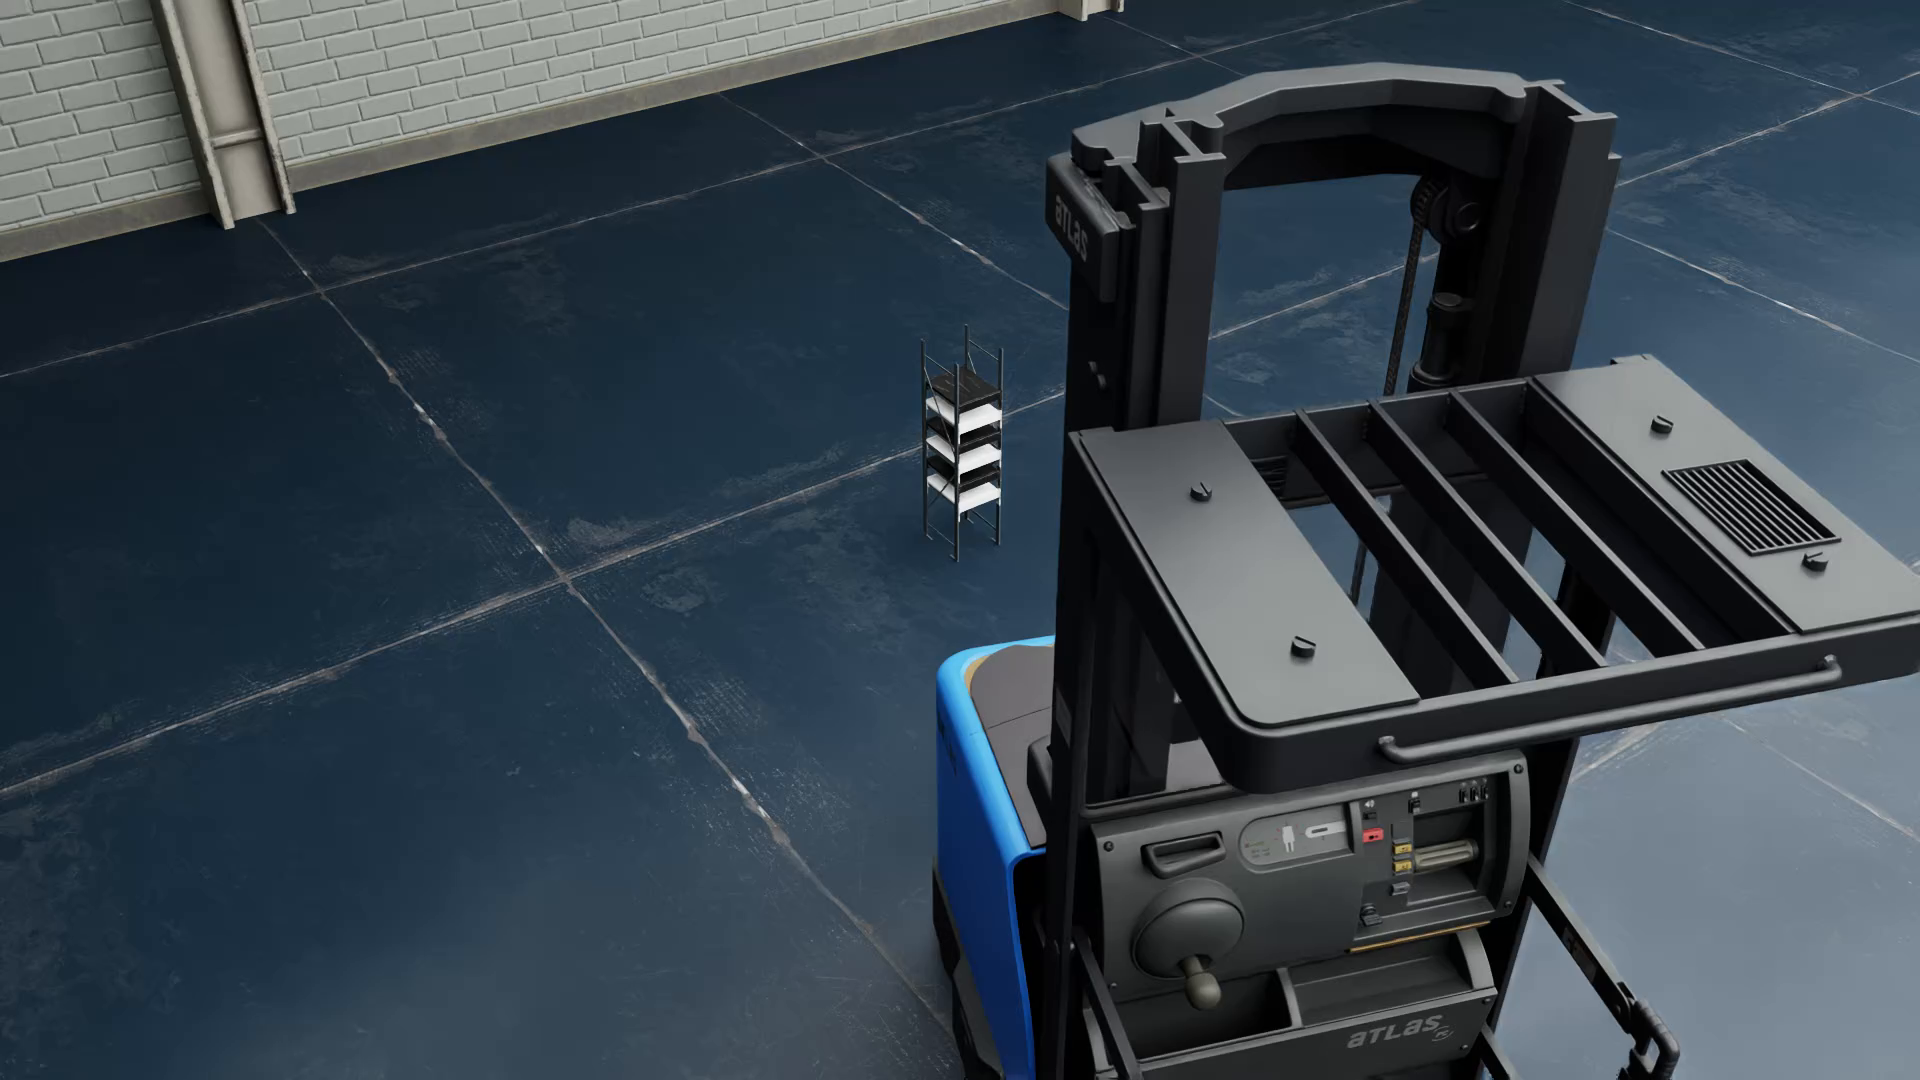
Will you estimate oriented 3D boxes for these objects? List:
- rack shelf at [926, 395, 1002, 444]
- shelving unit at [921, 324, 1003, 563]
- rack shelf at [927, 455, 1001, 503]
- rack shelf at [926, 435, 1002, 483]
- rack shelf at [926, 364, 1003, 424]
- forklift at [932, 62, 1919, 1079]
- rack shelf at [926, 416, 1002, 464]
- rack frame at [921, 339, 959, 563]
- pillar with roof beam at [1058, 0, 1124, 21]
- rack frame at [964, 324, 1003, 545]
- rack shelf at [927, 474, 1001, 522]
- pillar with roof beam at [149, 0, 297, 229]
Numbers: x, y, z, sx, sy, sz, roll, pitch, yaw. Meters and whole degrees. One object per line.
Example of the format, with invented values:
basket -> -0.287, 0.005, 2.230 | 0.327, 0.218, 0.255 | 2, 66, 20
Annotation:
rack shelf -> 0.007, -0.487, 6.405 | 0.200, 0.077, 0.258 | -22, 41, -28
shelving unit -> 0.007, -0.368, 6.491 | 0.210, 0.900, 0.258 | -22, 41, -28
rack shelf -> 0.007, -0.268, 6.563 | 0.200, 0.077, 0.258 | -22, 41, -28
rack shelf -> 0.007, -0.341, 6.511 | 0.200, 0.077, 0.258 | -22, 41, -28
rack shelf -> 0.007, -0.560, 6.353 | 0.200, 0.077, 0.258 | -22, 41, -28
forklift -> 0.776, 0.751, 3.195 | 1.130, 2.935, 3.031 | -8, 37, -11
rack shelf -> 0.007, -0.414, 6.458 | 0.200, 0.077, 0.258 | -22, 41, -28
rack frame -> -0.076, -0.334, 6.443 | 0.006, 0.900, 0.240 | -22, 41, -28
pillar with roof beam -> 3.425, -5.458, 6.631 | 0.400, 9.000, 9.100 | -22, 41, -28
rack frame -> 0.090, -0.402, 6.539 | 0.006, 0.900, 0.240 | -22, 41, -28
rack shelf -> 0.007, -0.195, 6.616 | 0.200, 0.077, 0.258 | -22, 41, -28
pillar with roof beam -> -1.479, -3.439, 3.825 | 0.400, 9.000, 9.100 | -22, 41, -28
